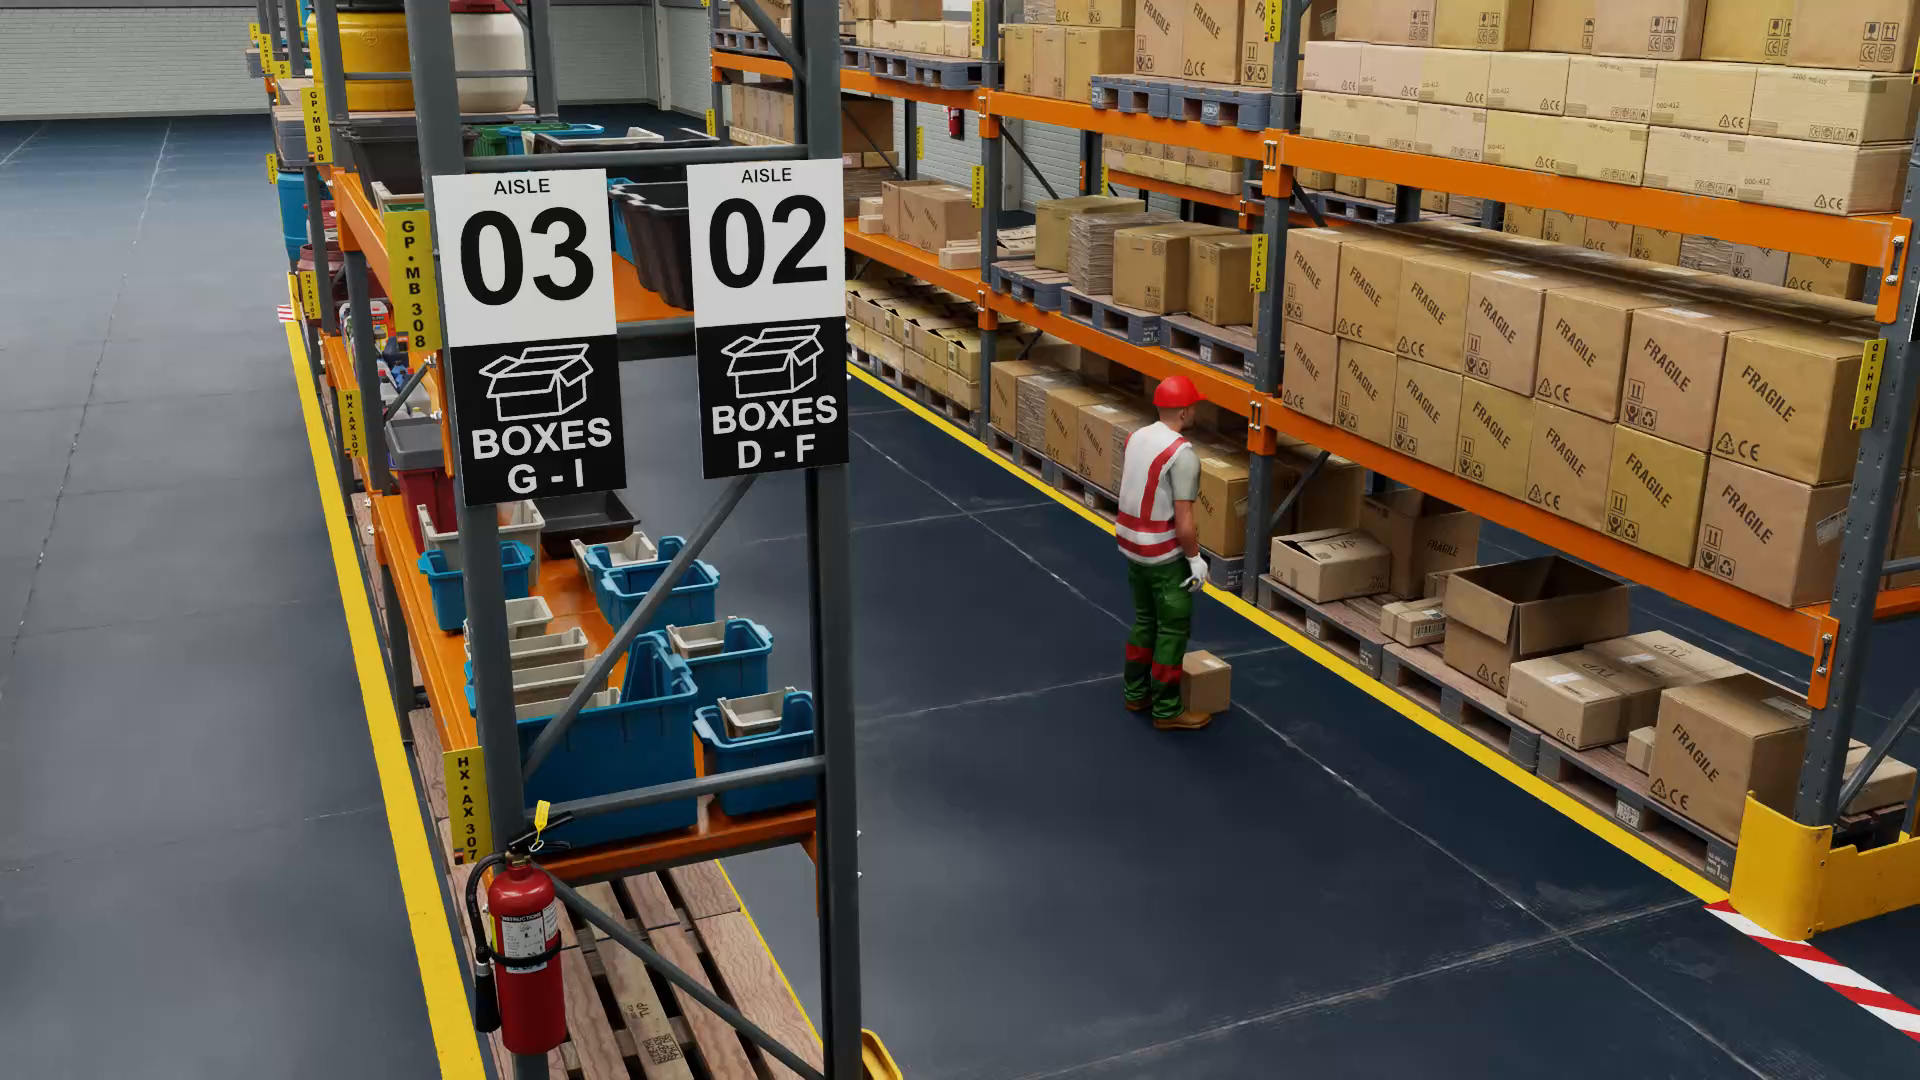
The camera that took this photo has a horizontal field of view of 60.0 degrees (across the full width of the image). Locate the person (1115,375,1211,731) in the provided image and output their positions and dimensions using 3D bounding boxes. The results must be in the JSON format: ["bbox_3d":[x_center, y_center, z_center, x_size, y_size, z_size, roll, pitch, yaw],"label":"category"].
[{"bbox_3d":[1.023,0.053,8.381,0.447,1.780,0.620,-9,21,-25],"label":"person"}]
